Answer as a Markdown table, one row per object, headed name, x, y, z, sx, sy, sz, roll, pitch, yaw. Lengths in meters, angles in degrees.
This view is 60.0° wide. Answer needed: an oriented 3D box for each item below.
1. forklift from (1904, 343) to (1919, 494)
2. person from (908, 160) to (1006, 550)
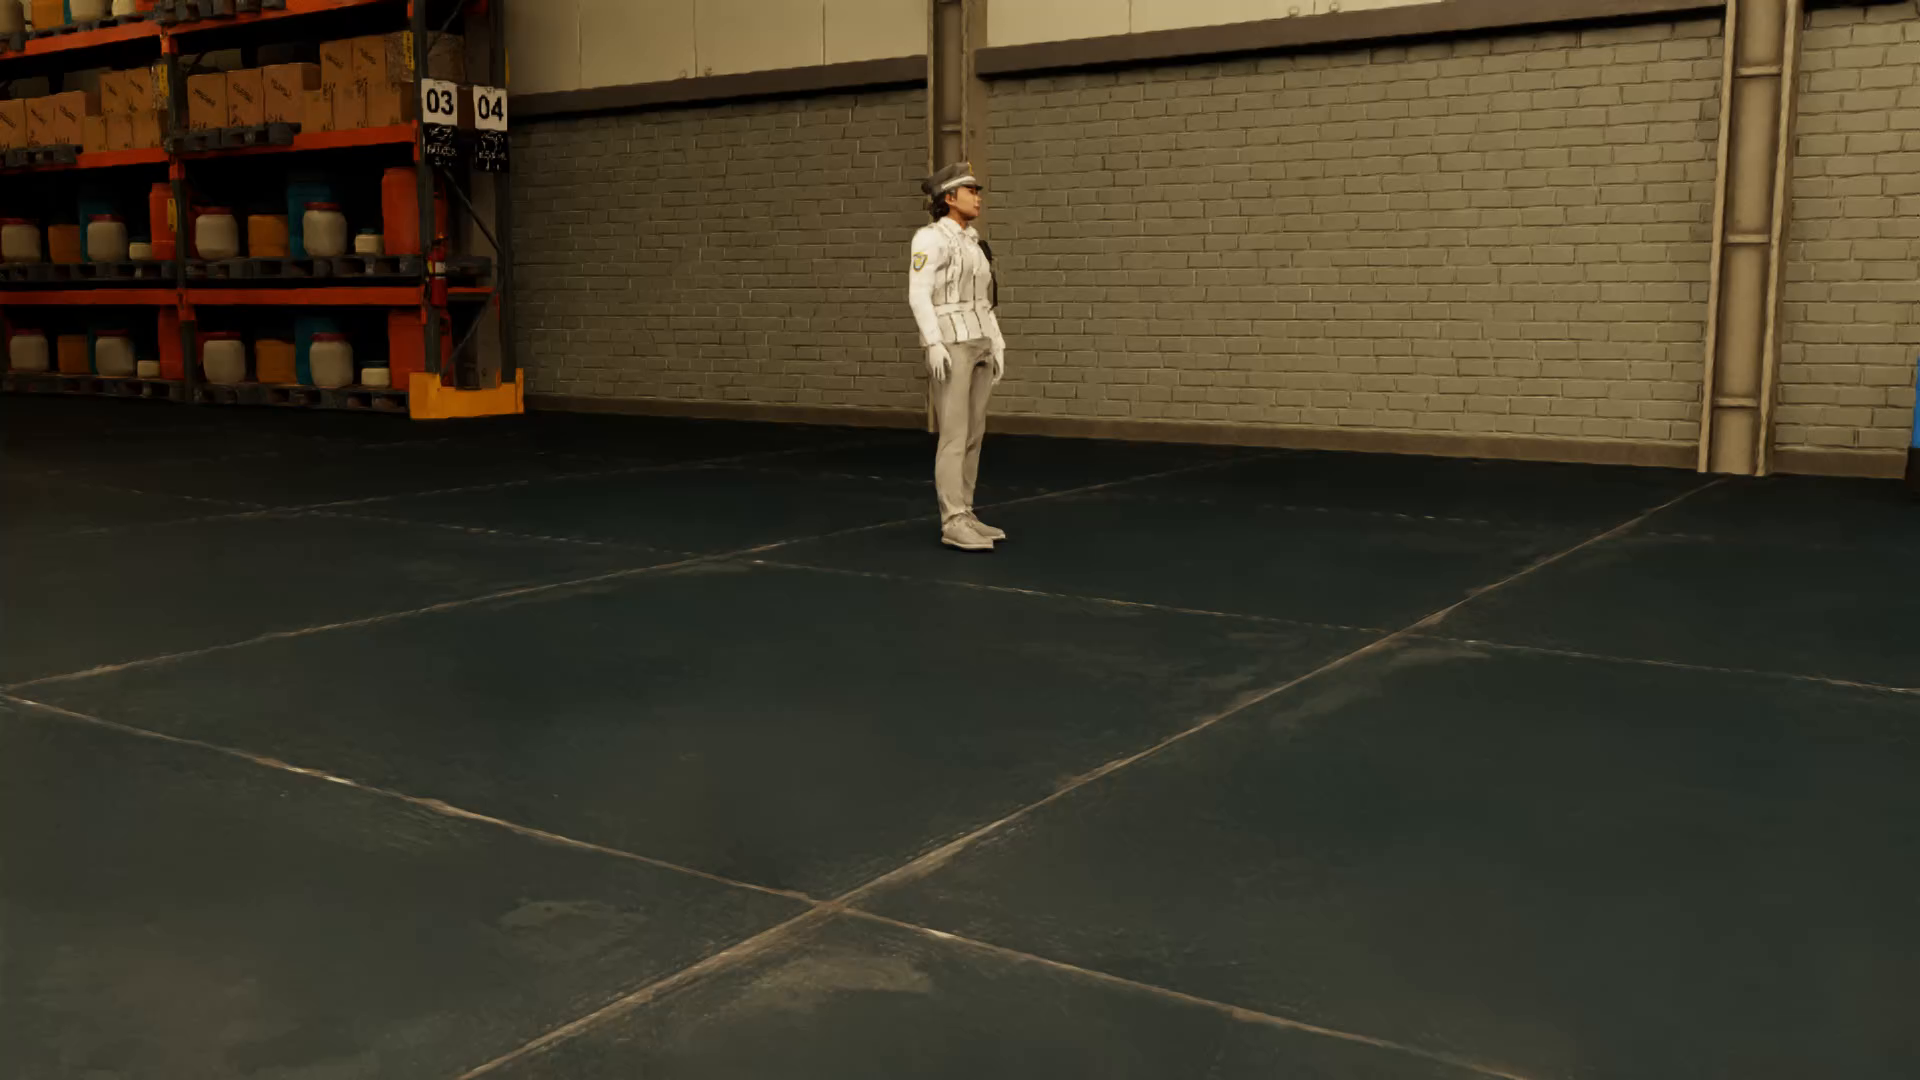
| name | x | y | z | sx | sy | sz | roll | pitch | yaw |
| --- | --- | --- | --- | --- | --- | --- | --- | --- | --- |
| forklift | 6.332 | -1.508 | 7.801 | 1.130 | 2.935 | 3.031 | -6 | 10 | -36 |
| person | 0.052 | -0.840 | 7.440 | 0.532 | 1.695 | 0.586 | 5 | 10 | 34 |
